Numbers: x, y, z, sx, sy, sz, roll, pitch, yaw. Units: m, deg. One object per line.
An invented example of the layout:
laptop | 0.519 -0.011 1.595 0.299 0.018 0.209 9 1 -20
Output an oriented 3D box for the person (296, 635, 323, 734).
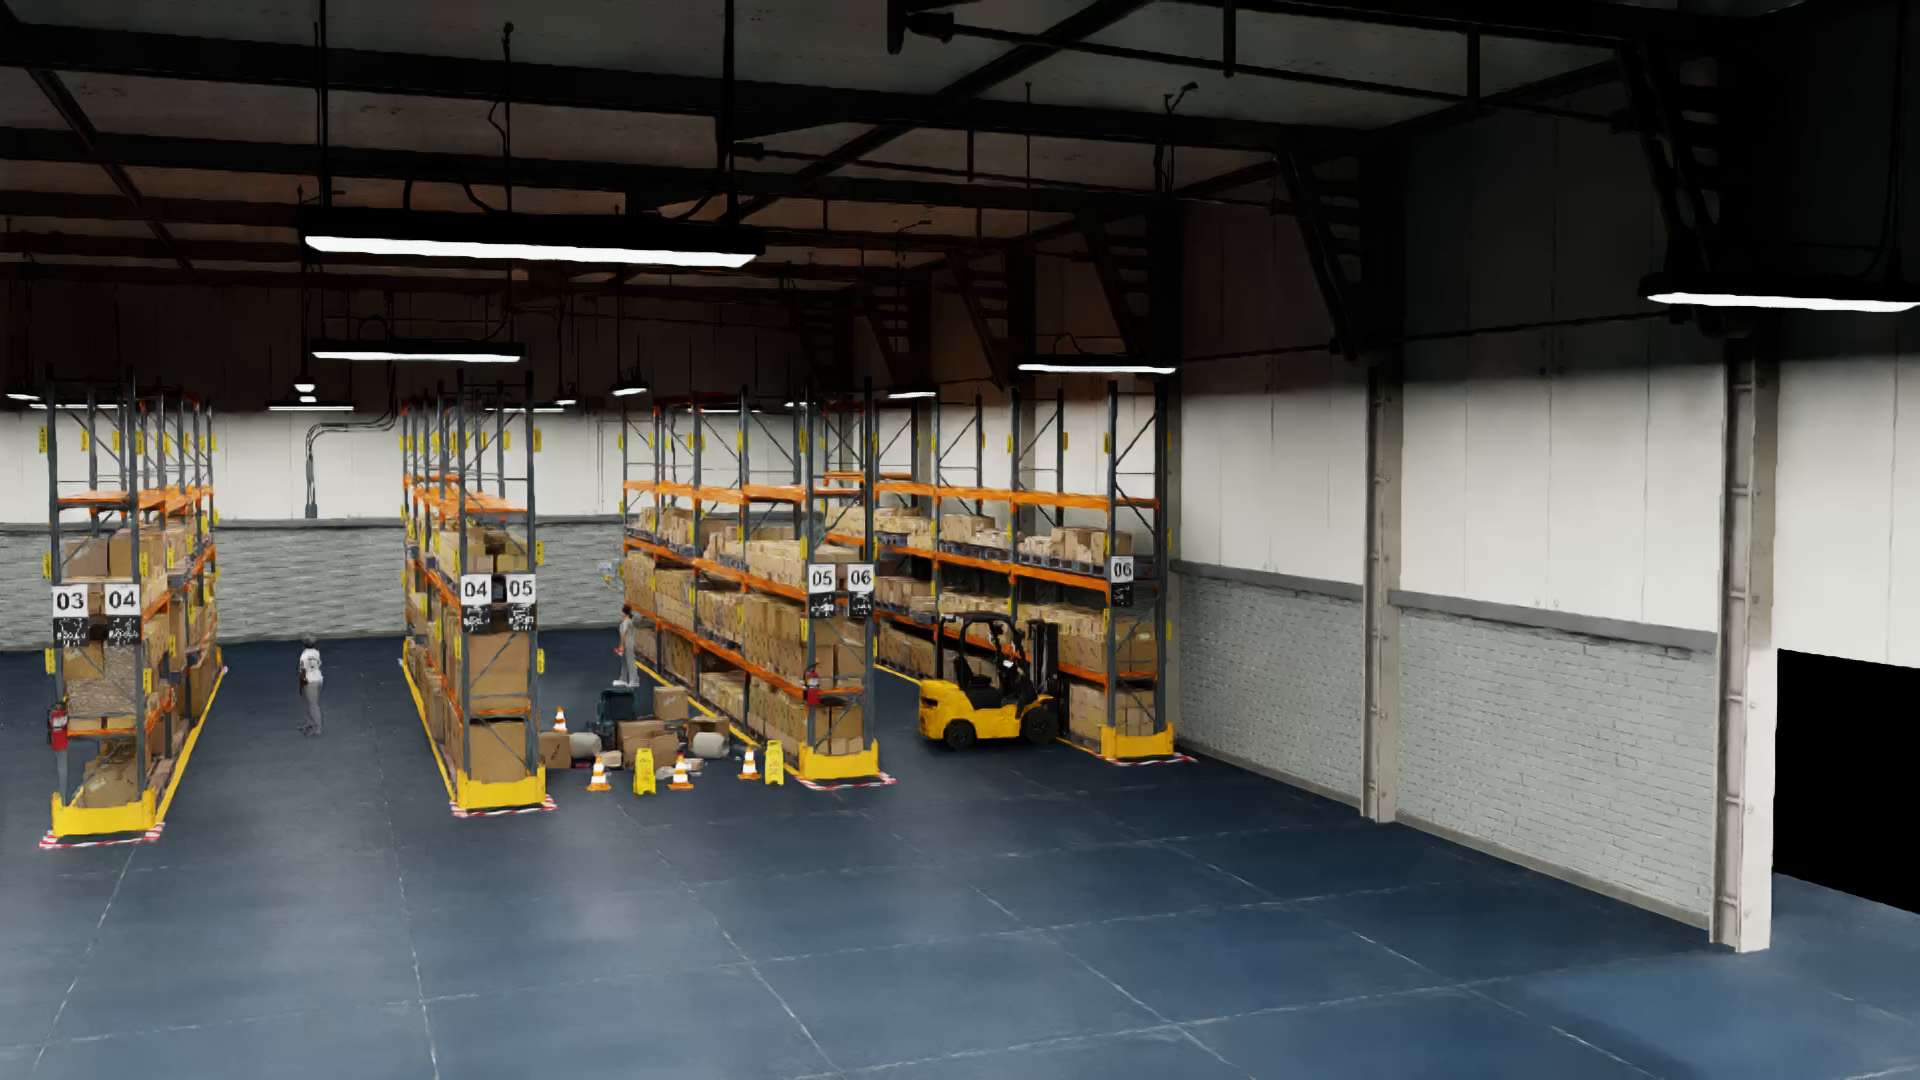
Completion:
person | -11.224 2.479 28.691 0.545 1.664 0.568 0 3 7

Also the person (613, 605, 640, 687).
person | -6.855 2.157 34.119 0.586 1.664 0.547 0 3 -2
